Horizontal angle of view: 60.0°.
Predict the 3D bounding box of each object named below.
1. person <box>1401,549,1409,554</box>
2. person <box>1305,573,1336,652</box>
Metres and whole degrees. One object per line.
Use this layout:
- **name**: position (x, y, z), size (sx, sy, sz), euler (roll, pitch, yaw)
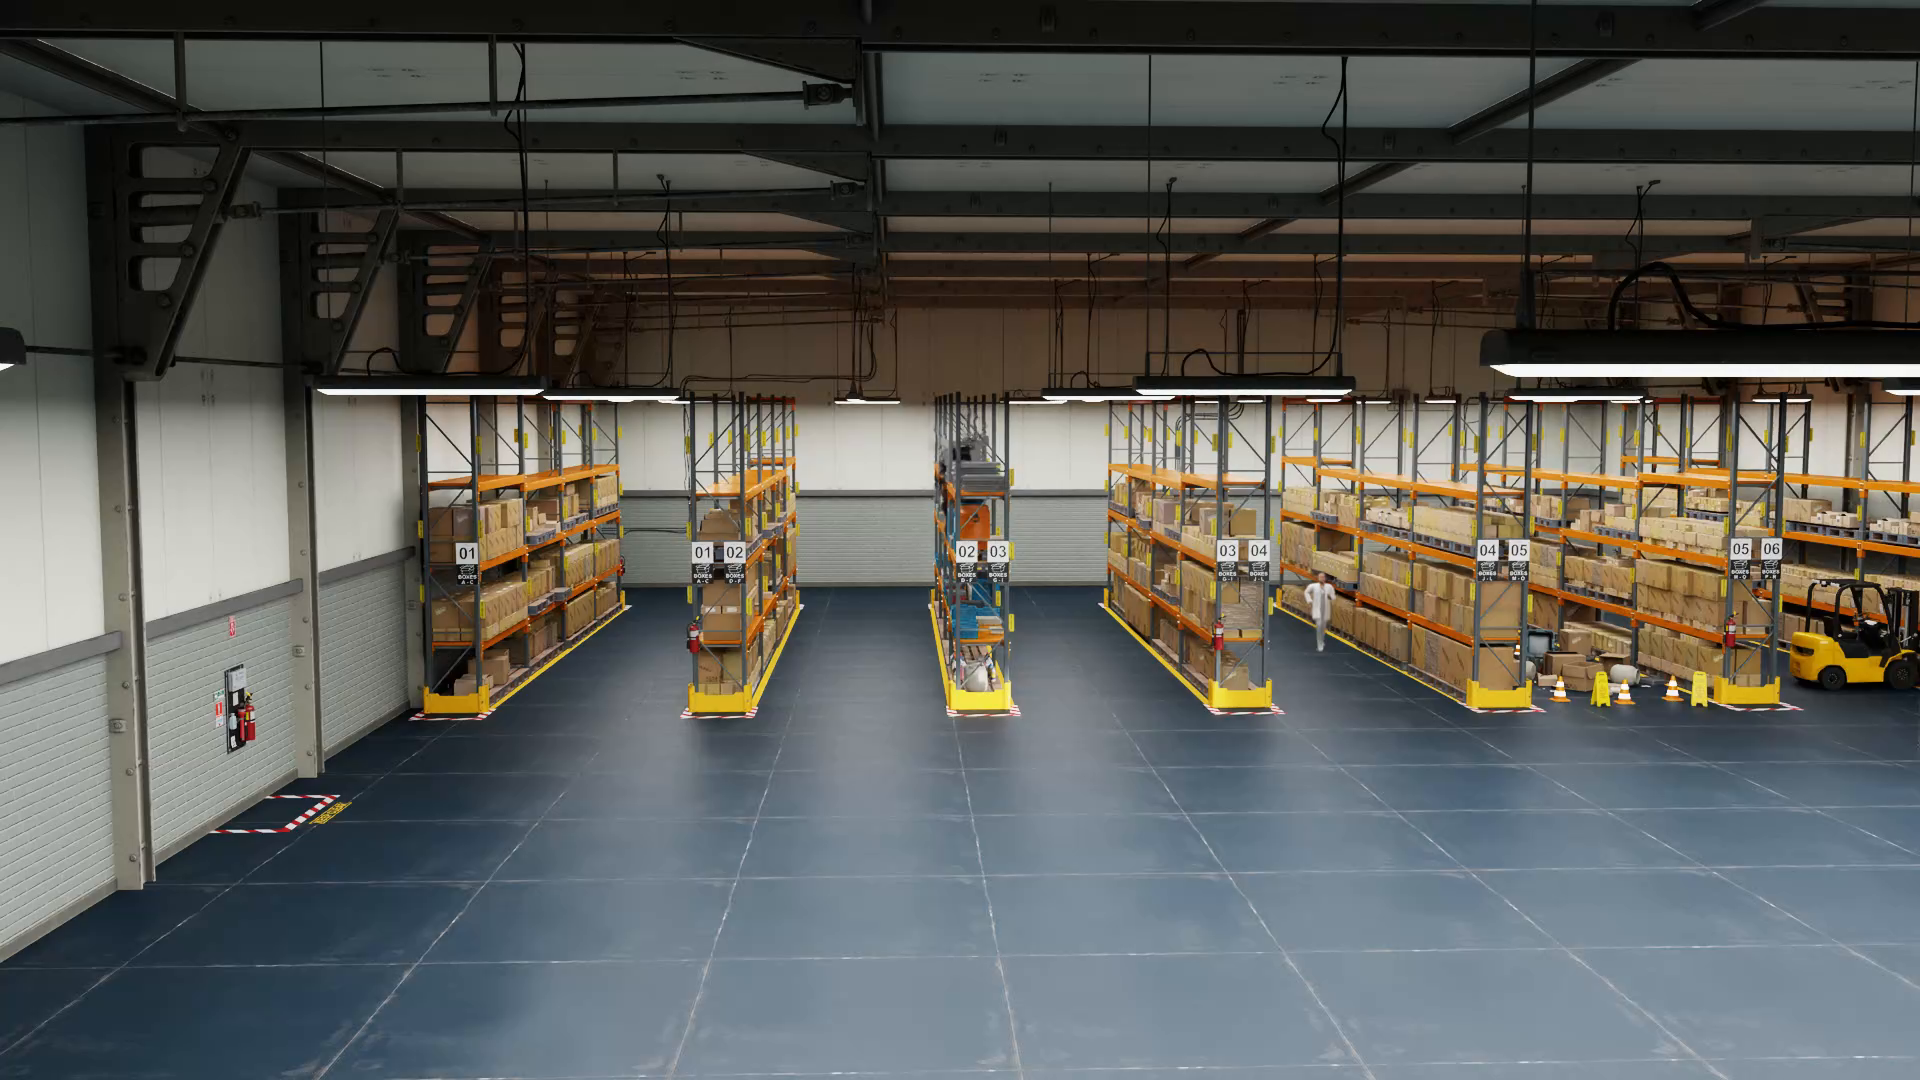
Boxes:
- **person**: position (13.309, 1.030, 49.276), size (0.764, 1.525, 0.572), euler (0, 5, 5)
- **person**: position (8.532, 1.681, 39.304), size (0.694, 1.822, 0.876), euler (0, 5, -2)
